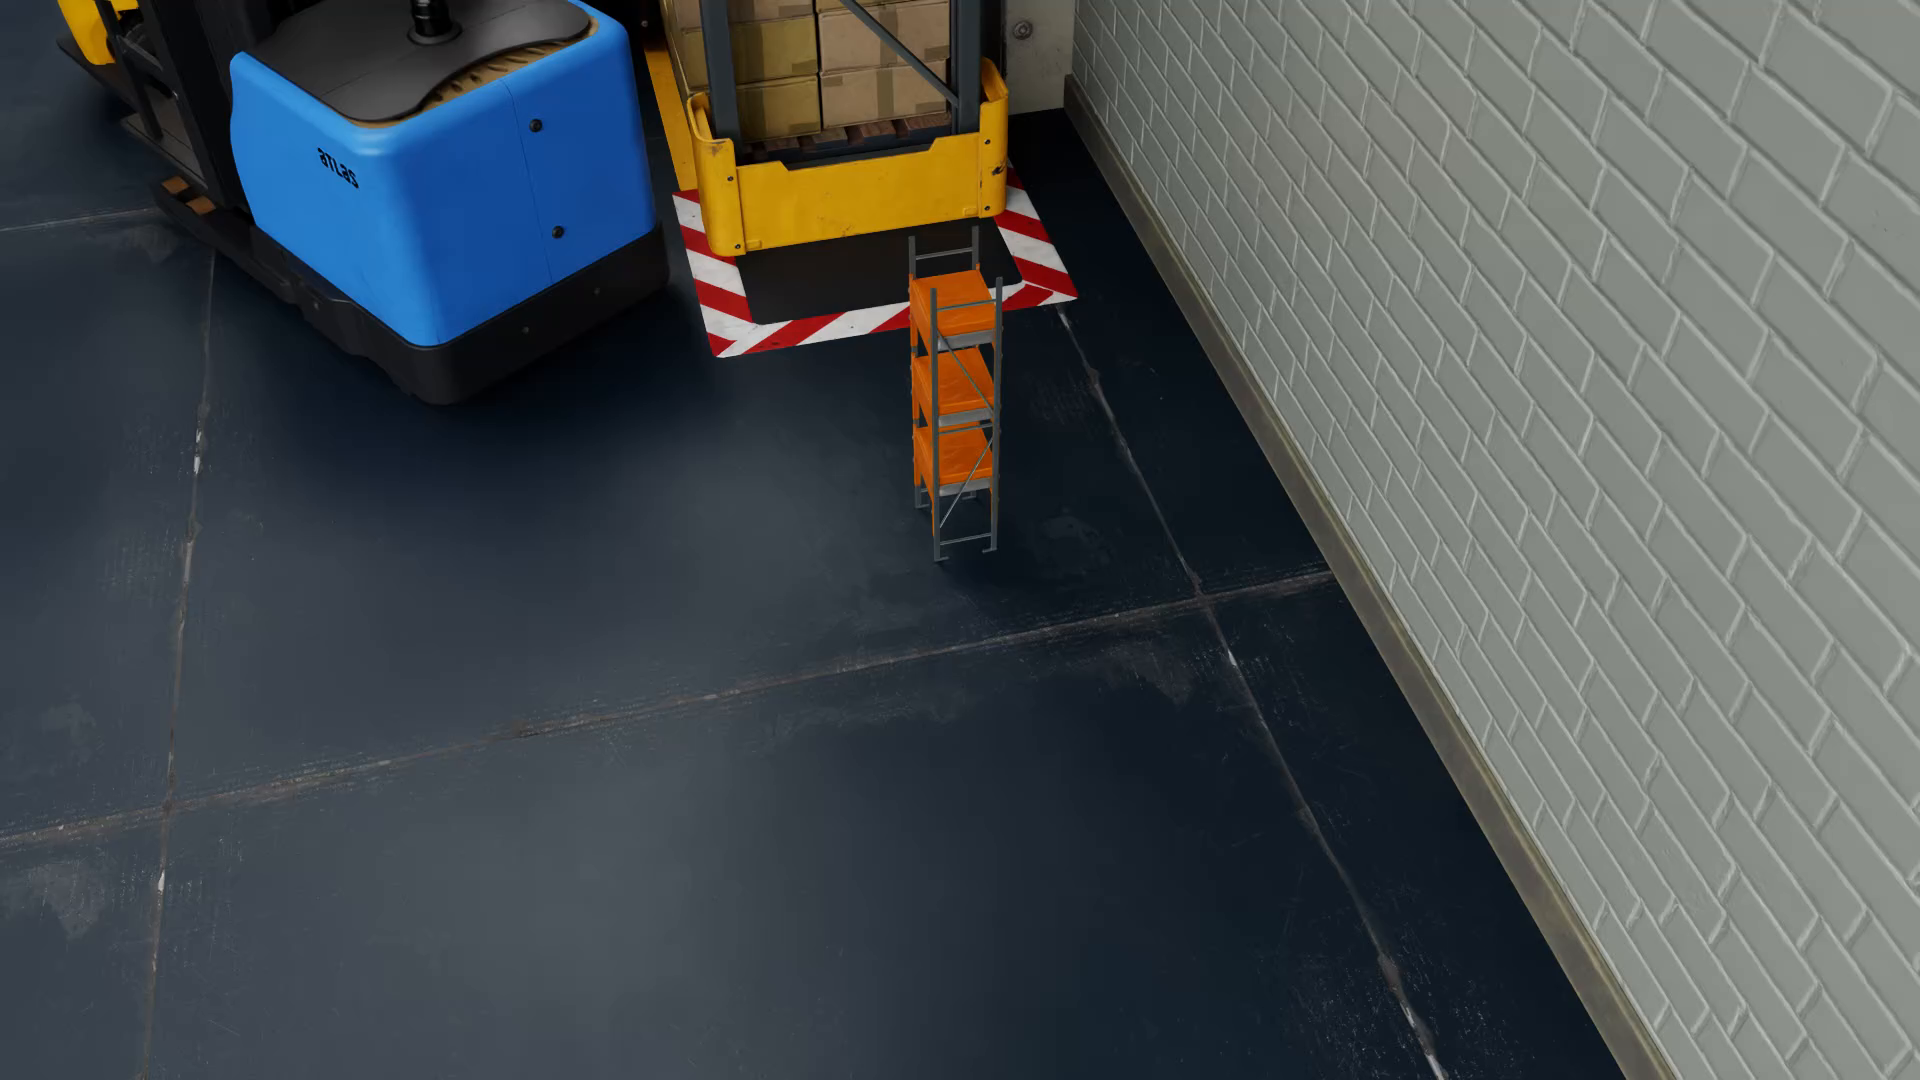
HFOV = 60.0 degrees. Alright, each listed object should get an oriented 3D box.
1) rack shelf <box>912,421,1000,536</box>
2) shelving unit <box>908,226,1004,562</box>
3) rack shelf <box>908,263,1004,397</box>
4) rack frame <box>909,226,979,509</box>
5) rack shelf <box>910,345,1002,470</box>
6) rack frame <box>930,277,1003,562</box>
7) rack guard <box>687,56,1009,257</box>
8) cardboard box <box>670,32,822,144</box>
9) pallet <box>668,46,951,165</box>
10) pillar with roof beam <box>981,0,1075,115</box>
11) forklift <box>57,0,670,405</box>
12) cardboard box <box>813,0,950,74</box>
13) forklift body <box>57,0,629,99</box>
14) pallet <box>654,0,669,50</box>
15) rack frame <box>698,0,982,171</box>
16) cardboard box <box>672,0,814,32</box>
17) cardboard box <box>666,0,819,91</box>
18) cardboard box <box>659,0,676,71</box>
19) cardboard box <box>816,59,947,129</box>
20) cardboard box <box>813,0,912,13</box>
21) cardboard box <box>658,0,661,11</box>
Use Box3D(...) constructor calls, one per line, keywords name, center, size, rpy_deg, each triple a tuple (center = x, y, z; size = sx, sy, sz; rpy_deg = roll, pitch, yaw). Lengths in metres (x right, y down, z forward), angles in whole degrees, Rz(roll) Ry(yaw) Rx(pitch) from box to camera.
Box3D(name="rack shelf", center=(-0.014, -0.202, 5.117), size=(0.215, 0.259, 0.240), rpy_deg=(-11, 47, -10))
Box3D(name="shelving unit", center=(-0.014, -0.404, 4.911), size=(0.215, 1.050, 0.252), rpy_deg=(-11, 47, -10))
Box3D(name="rack shelf", center=(-0.014, -0.596, 4.716), size=(0.215, 0.259, 0.240), rpy_deg=(-11, 47, -10))
Box3D(name="rack frame", center=(-0.045, -0.489, 4.994), size=(0.200, 1.050, 0.008), rpy_deg=(-11, 47, -10))
Box3D(name="rack shelf", center=(-0.014, -0.397, 4.919), size=(0.215, 0.259, 0.240), rpy_deg=(-11, 47, -10))
Box3D(name="rack frame", center=(0.017, -0.320, 4.829), size=(0.200, 1.050, 0.008), rpy_deg=(-11, 47, -10))
Box3D(name="rack guard", center=(-0.413, -1.464, 6.335), size=(1.175, 0.500, 0.348), rpy_deg=(-11, 47, -10))
Box3D(name="cardboard box", center=(-0.845, -1.807, 6.551), size=(0.500, 0.250, 0.500), rpy_deg=(-10, 46, -10))
Box3D(name="pallet", center=(-0.655, -1.900, 6.964), size=(1.003, 0.211, 1.213), rpy_deg=(-11, 47, -10))
Box3D(name="pillar with roof beam", center=(-3.888, -4.314, 3.177), size=(9.100, 9.000, 0.400), rpy_deg=(-11, 47, -10))
Box3D(name="forklift", center=(-2.479, -2.413, 5.563), size=(3.031, 2.935, 1.130), rpy_deg=(34, 55, 29))
Box3D(name="cardboard box", center=(-0.339, -2.078, 6.467), size=(0.500, 0.250, 0.500), rpy_deg=(-10, 46, -10))
Box3D(name="forklift body", center=(-2.668, -3.034, 6.717), size=(2.313, 2.155, 1.214), rpy_deg=(-11, 47, -10))
Box3D(name="pallet", center=(-0.964, -2.740, 7.788), size=(1.003, 0.211, 1.213), rpy_deg=(-11, 47, -10))
Box3D(name="rack frame", center=(-0.419, -2.355, 5.458), size=(1.000, 3.000, 0.127), rpy_deg=(-11, 47, -10))
Box3D(name="cardboard box", center=(-0.838, -2.151, 6.189), size=(0.500, 0.250, 0.500), rpy_deg=(-9, 46, -9))
Box3D(name="cardboard box", center=(-0.846, -1.994, 6.385), size=(0.500, 0.250, 0.500), rpy_deg=(-11, 47, -11))
Box3D(name="cardboard box", center=(-0.963, -2.152, 6.890), size=(0.500, 0.250, 0.500), rpy_deg=(-11, 47, -10))
Box3D(name="cardboard box", center=(-0.356, -1.915, 6.658), size=(0.500, 0.250, 0.500), rpy_deg=(-11, 47, -10))
Box3D(name="cardboard box", center=(-0.359, -2.256, 6.292), size=(0.500, 0.250, 0.500), rpy_deg=(-11, 47, -11))
Box3D(name="cardboard box", center=(-1.082, -2.499, 7.230), size=(0.500, 0.250, 0.500), rpy_deg=(-10, 46, -10))
